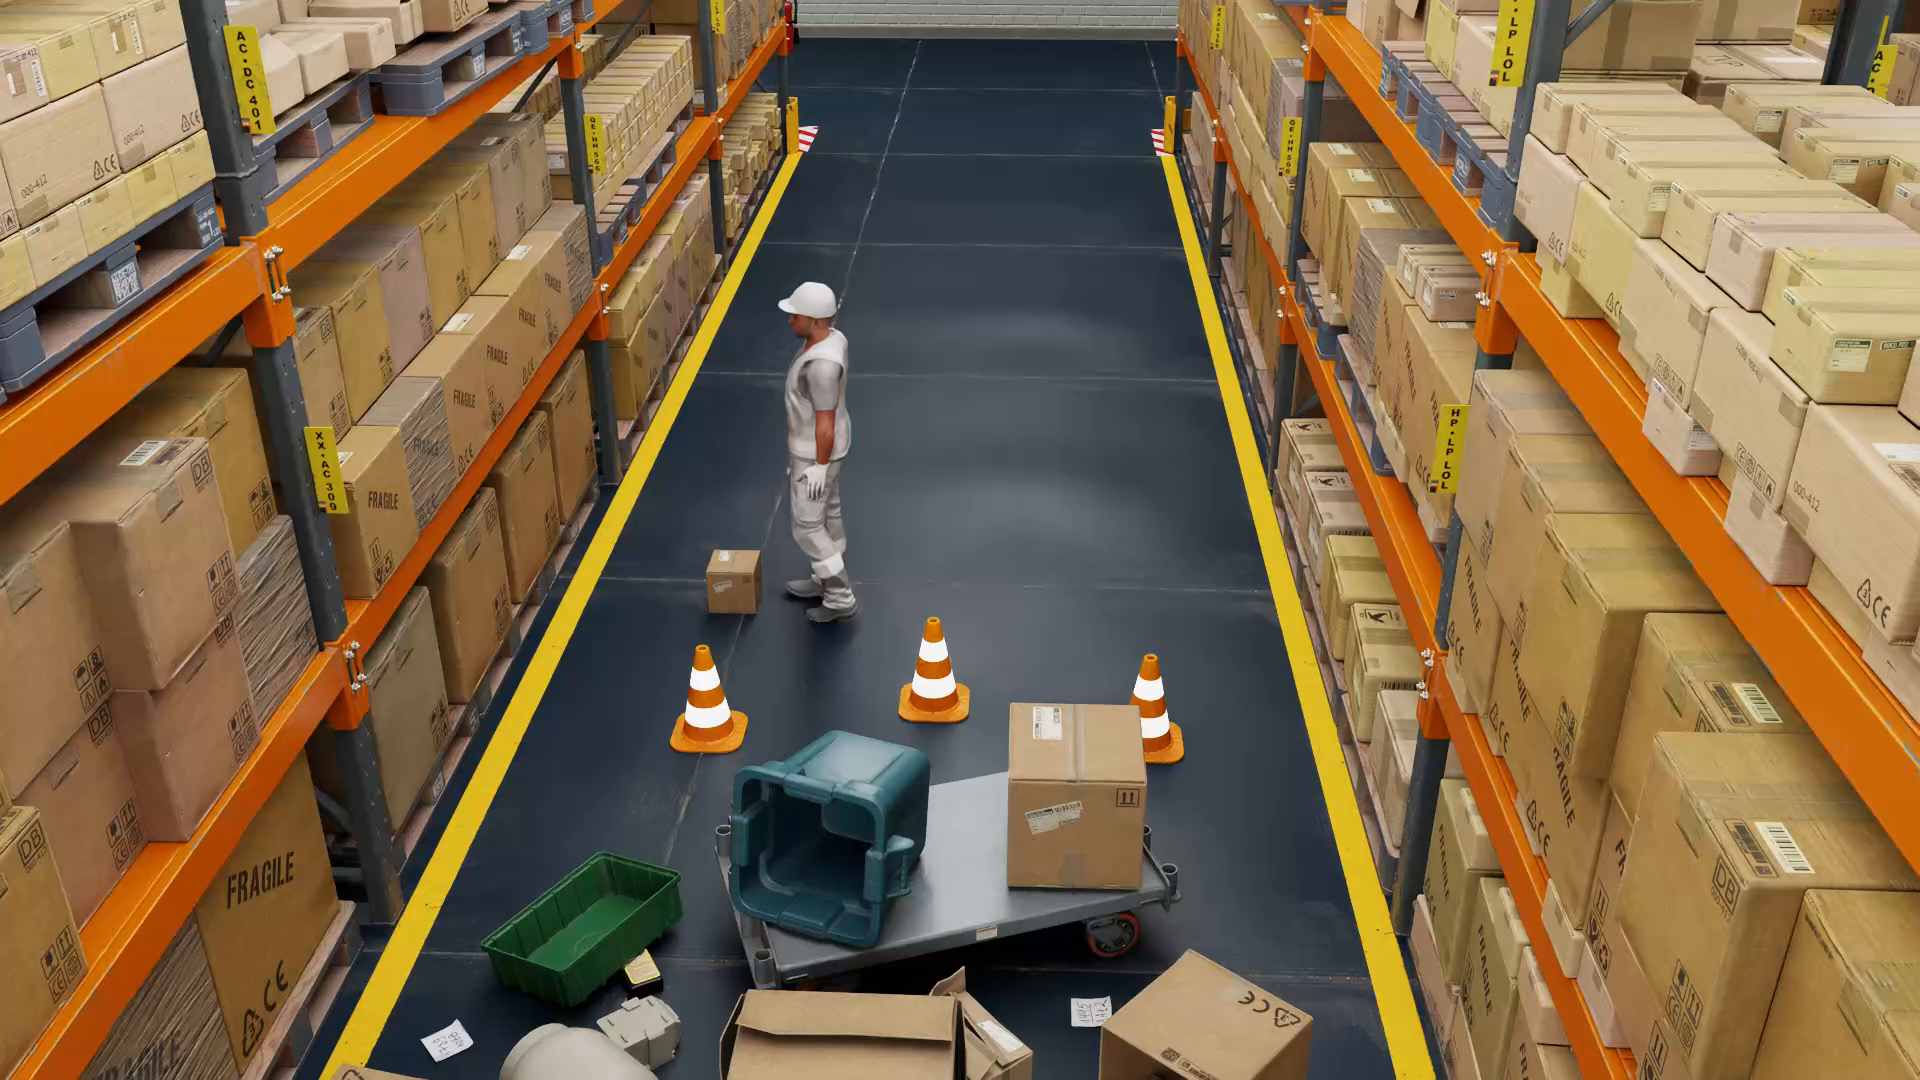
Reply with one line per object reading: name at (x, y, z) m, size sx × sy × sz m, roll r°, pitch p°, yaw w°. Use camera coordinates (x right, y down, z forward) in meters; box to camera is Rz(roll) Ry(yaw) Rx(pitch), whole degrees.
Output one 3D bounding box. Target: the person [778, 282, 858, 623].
person at (-0.734, -0.449, 8.455) m, size 0.414 × 1.808 × 0.550 m, roll 1°, pitch 28°, yaw 2°
